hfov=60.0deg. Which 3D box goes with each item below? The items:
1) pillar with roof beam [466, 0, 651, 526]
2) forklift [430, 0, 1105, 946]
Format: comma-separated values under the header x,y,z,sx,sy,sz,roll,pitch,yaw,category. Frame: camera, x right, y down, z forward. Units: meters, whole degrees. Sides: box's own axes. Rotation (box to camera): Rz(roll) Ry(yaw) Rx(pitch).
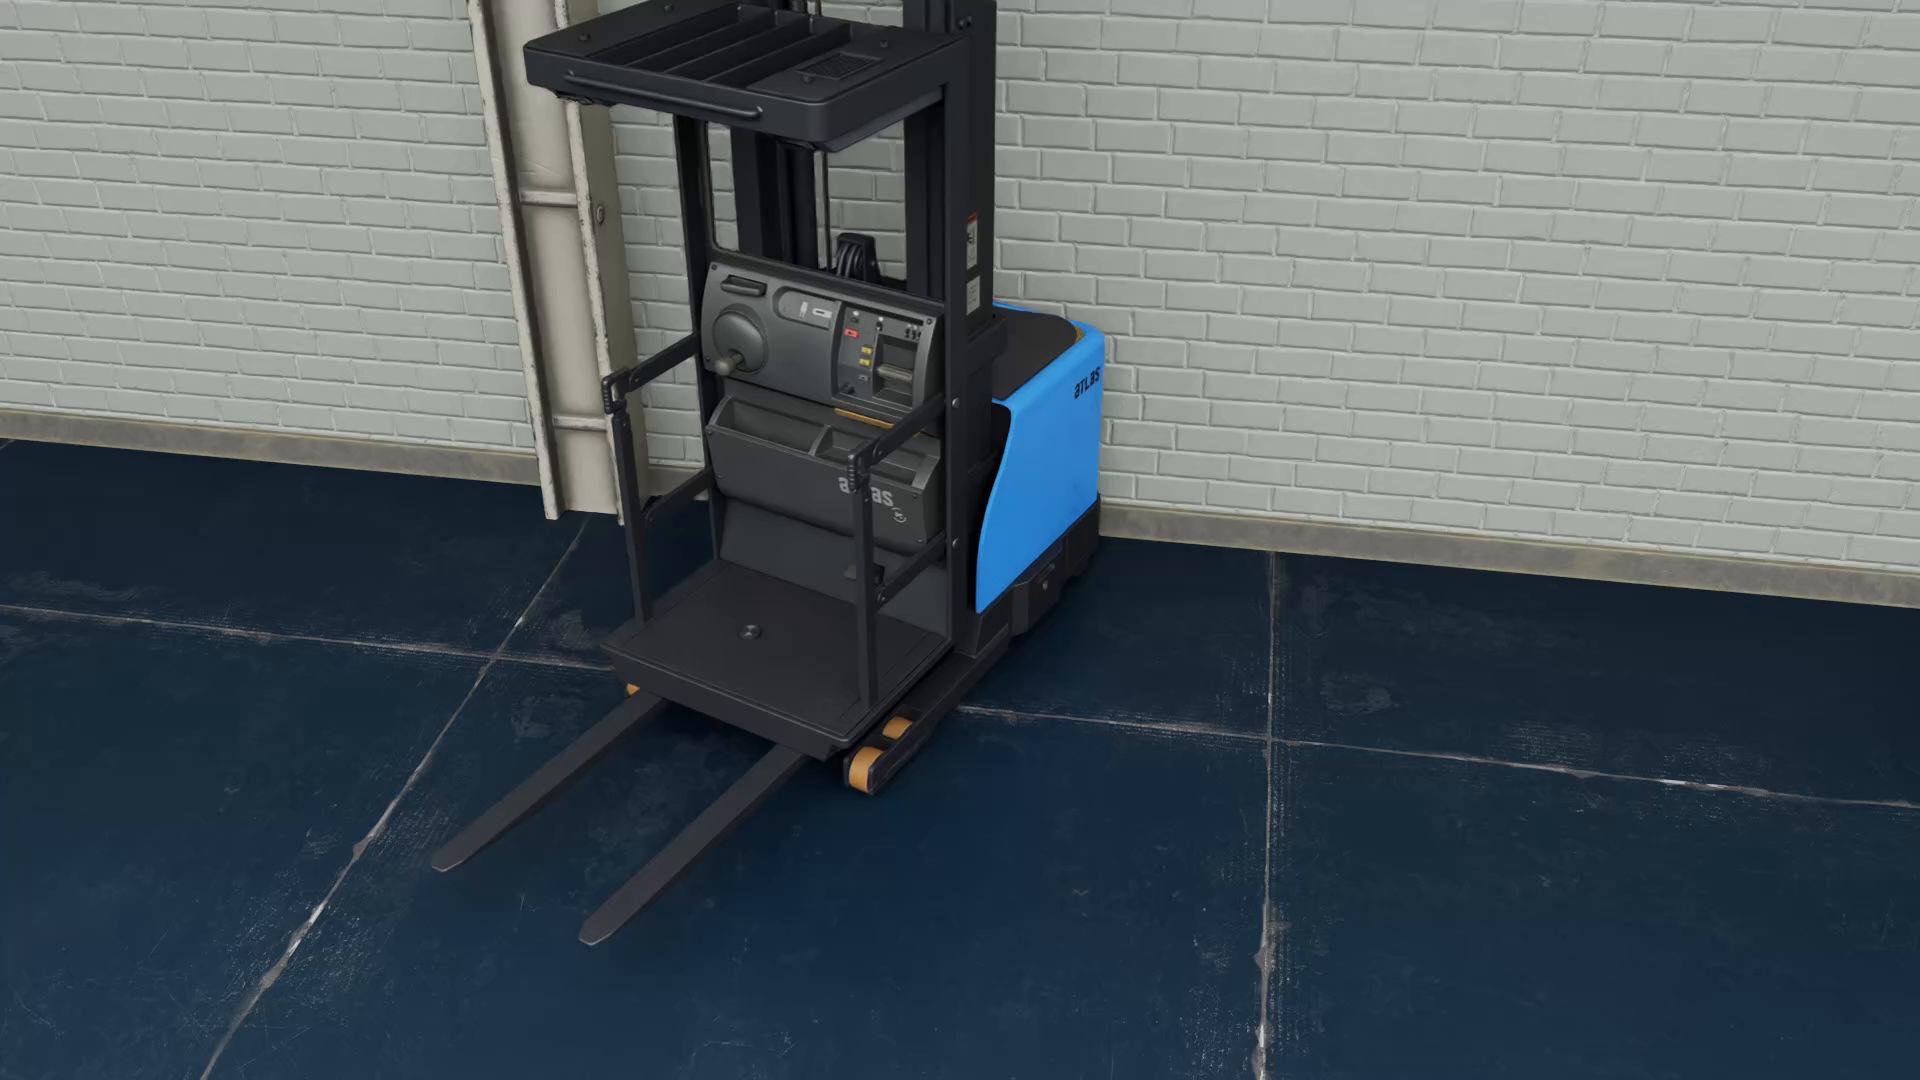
x,y,z,sx,sy,sz,roll,pitch,yaw,category
-2.350,-1.721,1.519,0.400,9.000,9.100,5,32,8,pillar with roof beam
-0.598,-0.634,5.501,1.130,2.935,3.031,18,36,26,forklift
